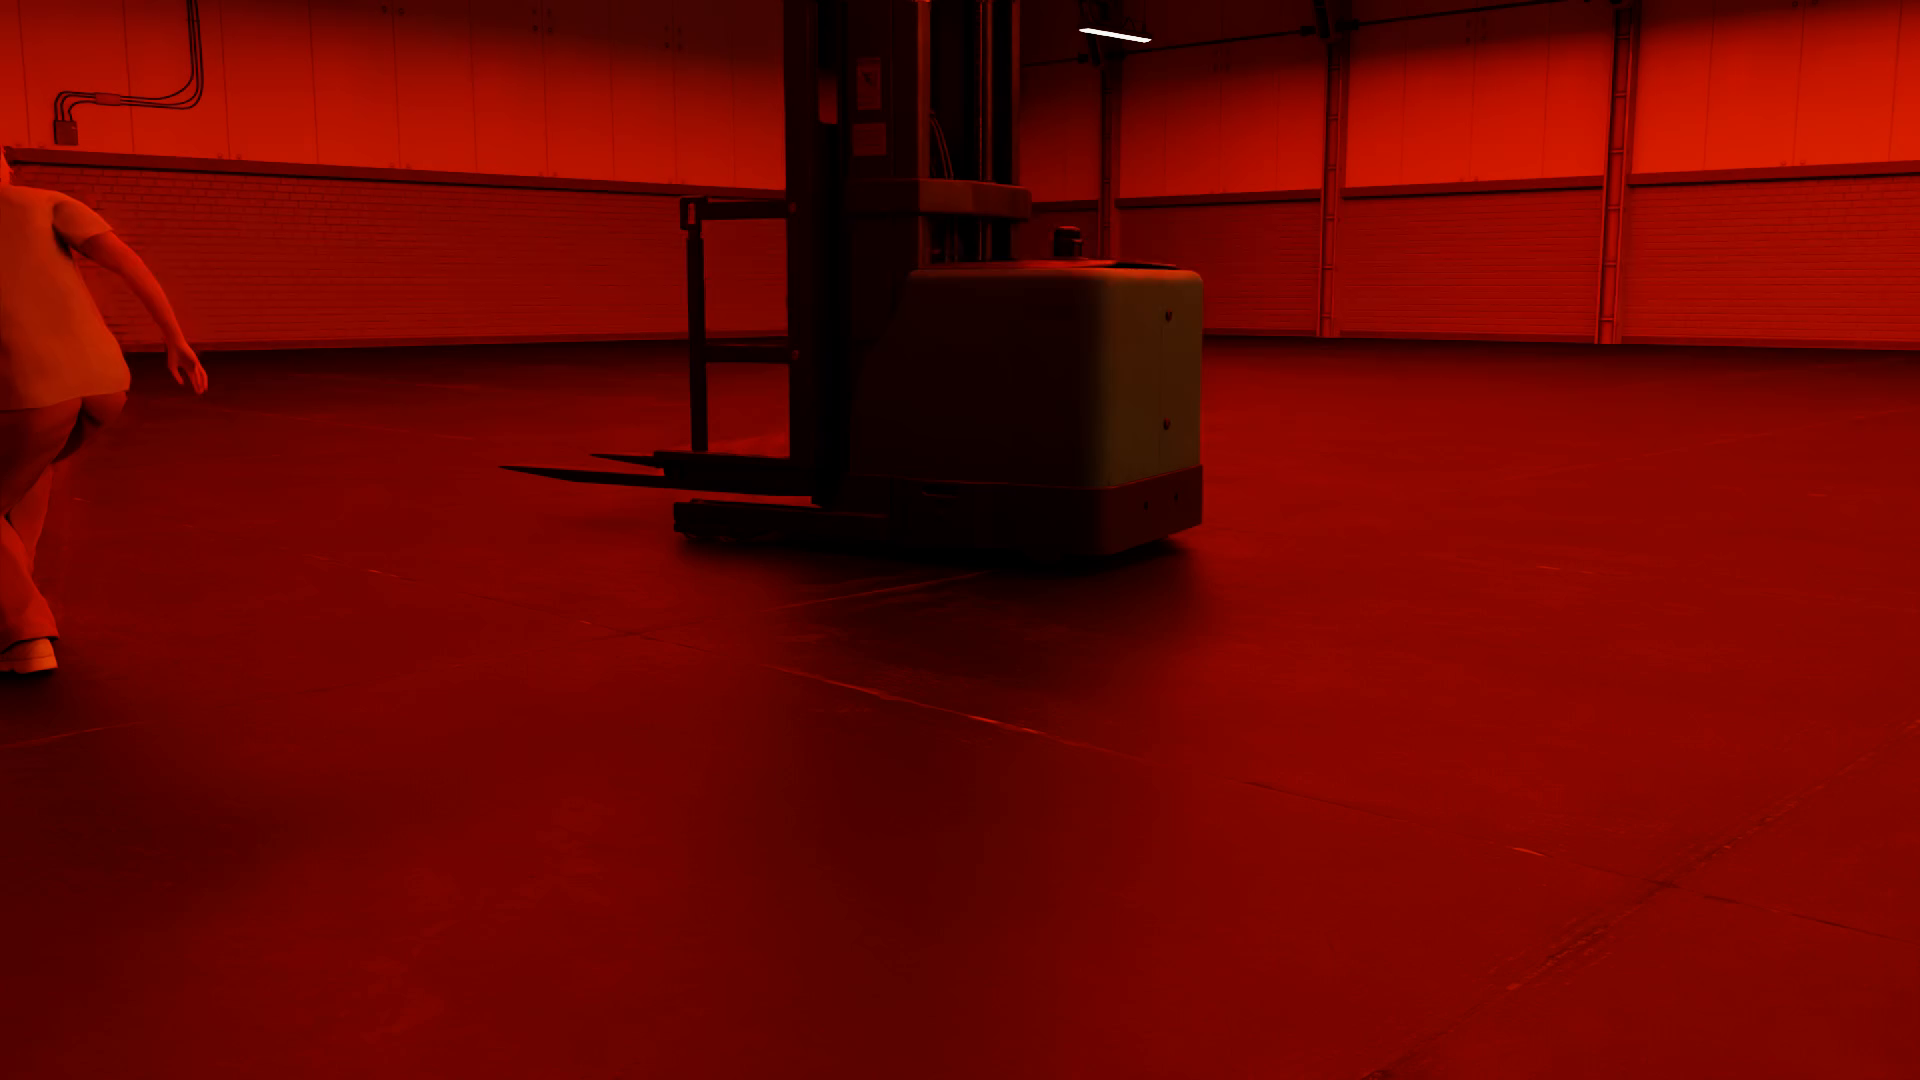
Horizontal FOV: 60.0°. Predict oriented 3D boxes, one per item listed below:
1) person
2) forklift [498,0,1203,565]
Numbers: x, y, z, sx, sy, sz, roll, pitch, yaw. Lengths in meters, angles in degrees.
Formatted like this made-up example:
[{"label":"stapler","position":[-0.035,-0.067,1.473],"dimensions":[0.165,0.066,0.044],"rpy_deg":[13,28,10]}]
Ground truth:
[{"label":"person","position":[-2.537,-0.414,4.552],"dimensions":[0.740,1.487,0.685],"rpy_deg":[8,12,44]},{"label":"forklift","position":[-0.571,-1.493,6.791],"dimensions":[3.031,2.935,1.130],"rpy_deg":[5,10,28]}]
